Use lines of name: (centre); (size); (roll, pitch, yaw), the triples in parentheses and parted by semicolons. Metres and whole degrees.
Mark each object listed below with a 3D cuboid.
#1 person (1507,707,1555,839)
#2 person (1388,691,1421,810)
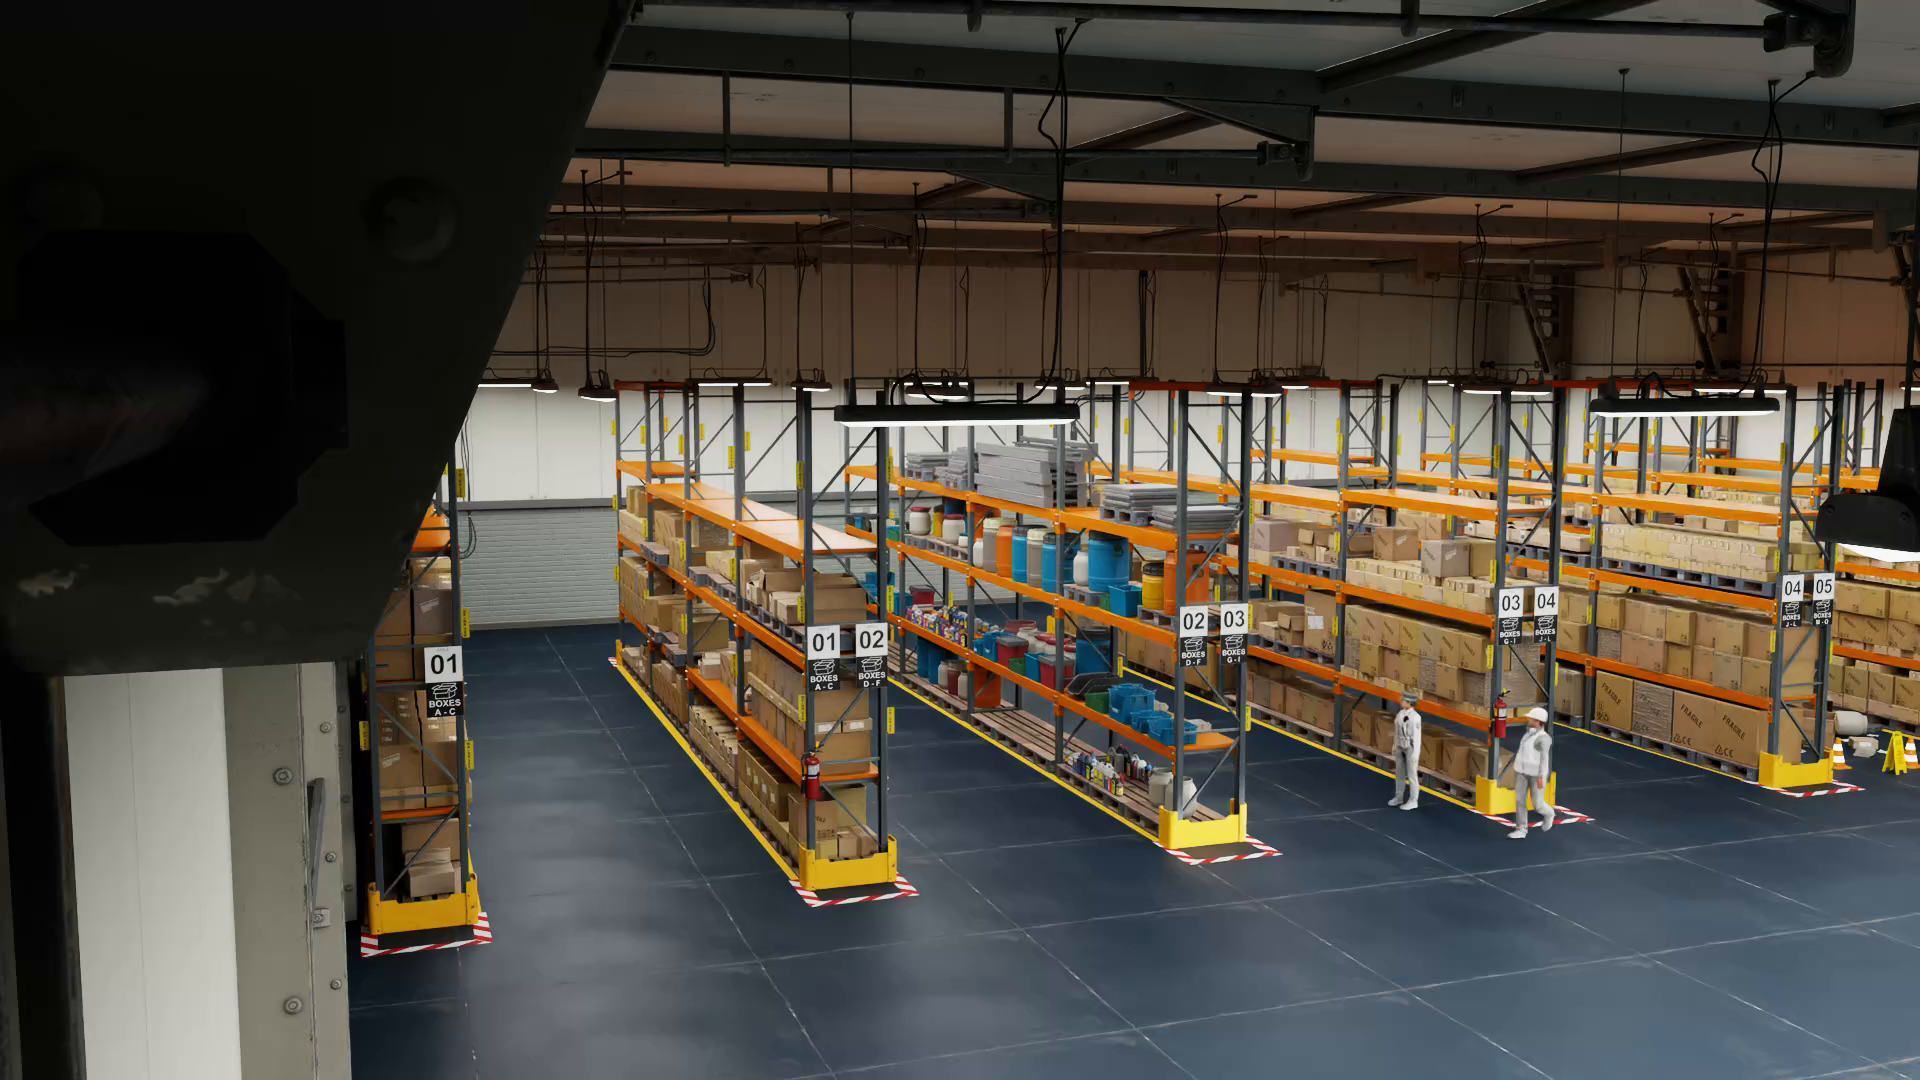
person: (7.671, 3.104, 22.218); (0.515, 1.762, 0.690); (6, 8, 44)
person: (6.356, 2.982, 23.736); (0.390, 1.683, 0.557); (-2, 6, -18)
